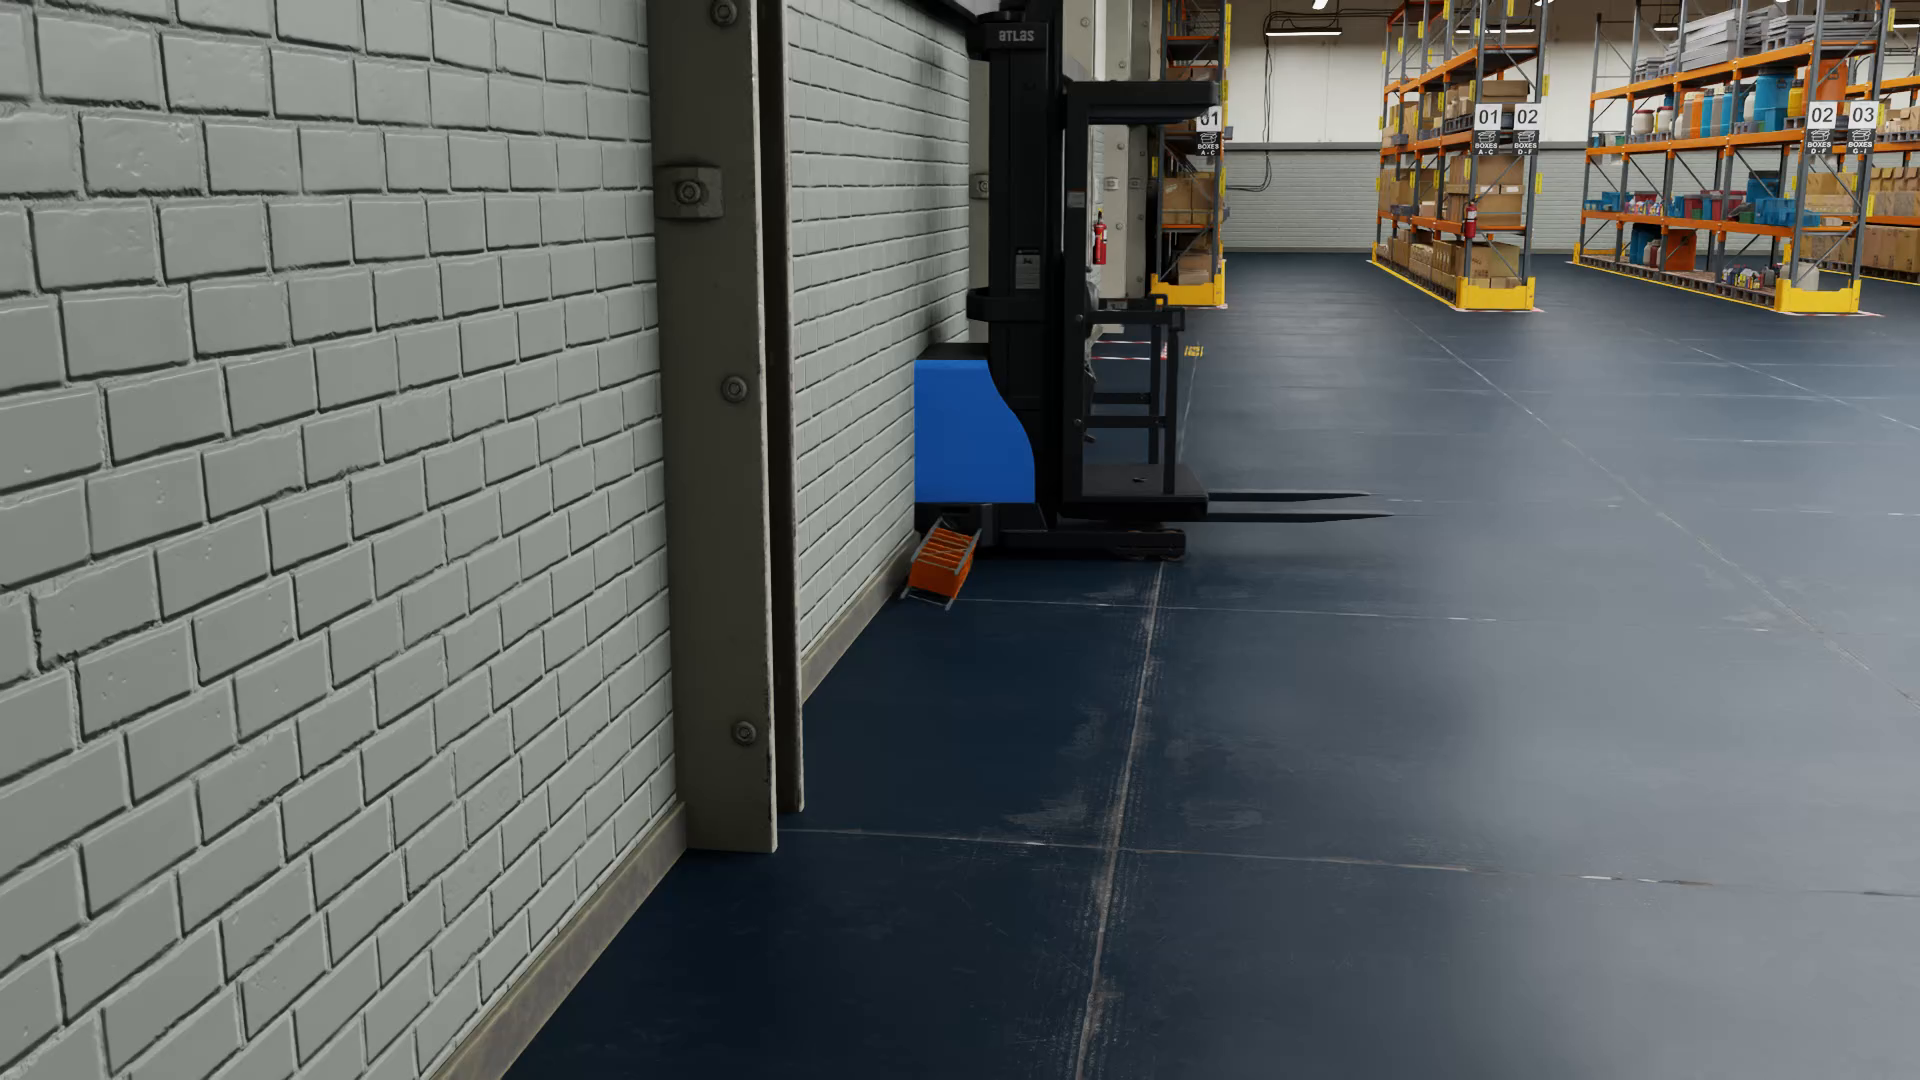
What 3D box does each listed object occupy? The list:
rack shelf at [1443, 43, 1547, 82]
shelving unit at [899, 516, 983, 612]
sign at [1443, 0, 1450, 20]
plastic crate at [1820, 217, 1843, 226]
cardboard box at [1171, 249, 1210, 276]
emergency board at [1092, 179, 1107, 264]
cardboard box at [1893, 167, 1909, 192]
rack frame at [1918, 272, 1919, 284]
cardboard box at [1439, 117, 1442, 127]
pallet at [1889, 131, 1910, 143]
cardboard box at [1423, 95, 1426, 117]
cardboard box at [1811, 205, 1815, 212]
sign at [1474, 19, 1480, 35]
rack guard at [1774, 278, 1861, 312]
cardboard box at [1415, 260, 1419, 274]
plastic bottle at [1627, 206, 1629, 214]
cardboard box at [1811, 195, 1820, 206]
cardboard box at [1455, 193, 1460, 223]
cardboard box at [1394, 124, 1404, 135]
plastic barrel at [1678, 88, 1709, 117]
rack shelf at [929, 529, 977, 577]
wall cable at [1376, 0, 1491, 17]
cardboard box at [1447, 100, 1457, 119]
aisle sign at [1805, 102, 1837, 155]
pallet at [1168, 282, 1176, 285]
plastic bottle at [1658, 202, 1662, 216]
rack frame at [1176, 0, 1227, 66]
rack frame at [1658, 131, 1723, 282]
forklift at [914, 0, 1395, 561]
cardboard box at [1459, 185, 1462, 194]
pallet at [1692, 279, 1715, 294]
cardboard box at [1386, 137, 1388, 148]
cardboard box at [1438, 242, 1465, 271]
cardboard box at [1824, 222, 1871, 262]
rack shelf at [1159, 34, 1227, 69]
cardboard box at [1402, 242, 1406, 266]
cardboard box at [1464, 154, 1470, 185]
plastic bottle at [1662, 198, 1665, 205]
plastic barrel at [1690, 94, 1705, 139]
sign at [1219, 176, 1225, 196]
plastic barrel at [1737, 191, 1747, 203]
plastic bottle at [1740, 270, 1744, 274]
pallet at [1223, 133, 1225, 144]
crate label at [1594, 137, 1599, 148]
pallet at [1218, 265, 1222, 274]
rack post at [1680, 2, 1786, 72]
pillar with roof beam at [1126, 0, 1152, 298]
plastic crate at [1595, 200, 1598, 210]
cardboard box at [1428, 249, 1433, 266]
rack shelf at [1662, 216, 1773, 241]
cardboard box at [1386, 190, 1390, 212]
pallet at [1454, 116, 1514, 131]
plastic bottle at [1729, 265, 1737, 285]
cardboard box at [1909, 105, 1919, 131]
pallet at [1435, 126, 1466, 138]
[{"bbox_3d":[8.949,-8.023,28.017,1.077,0.370,4.000,2,12,9],"label":"rack shelf"},{"bbox_3d":[-0.077,0.095,8.445,0.258,0.189,1.200,16,13,4],"label":"shelving unit"},{"bbox_3d":[8.719,-9.497,29.794,0.100,0.325,0.005,2,12,9],"label":"sign"},{"bbox_3d":[13.991,-5.107,26.695,0.298,0.136,0.250,2,12,9],"label":"plastic crate"},{"bbox_3d":[4.458,-5.360,32.135,0.700,0.500,0.500,2,12,11],"label":"cardboard box"},{"bbox_3d":[1.659,-3.792,19.970,0.194,1.169,0.643,2,12,9],"label":"emergency board"},{"bbox_3d":[19.988,-7.531,34.699,0.797,0.503,0.637,2,12,10],"label":"cardboard box"},{"bbox_3d":[19.660,-6.565,32.834,1.000,3.000,0.127,2,12,9],"label":"rack frame"},{"bbox_3d":[9.795,-8.279,33.027,0.500,0.250,0.500,2,12,10],"label":"cardboard box"},{"bbox_3d":[19.875,-8.307,34.248,1.003,0.211,1.213,2,12,11],"label":"pallet"},{"bbox_3d":[10.102,-9.193,35.301,0.500,0.500,0.500,2,12,9],"label":"cardboard box"},{"bbox_3d":[20.353,-7.830,39.302,0.380,0.149,0.250,2,12,8],"label":"cardboard box"},{"bbox_3d":[10.421,-10.336,33.500,0.100,0.325,0.005,2,12,9],"label":"sign"},{"bbox_3d":[13.501,-3.855,26.195,1.175,0.500,0.348,2,12,9],"label":"rack guard"},{"bbox_3d":[9.351,-5.435,33.122,0.500,0.250,0.500,2,12,7],"label":"cardboard box"},{"bbox_3d":[14.883,-7.346,36.930,0.097,0.201,0.097,0,12,0],"label":"plastic bottle"},{"bbox_3d":[20.395,-7.998,39.135,0.500,0.250,0.500,1,12,7],"label":"cardboard box"},{"bbox_3d":[9.039,-5.796,29.029,0.700,0.500,0.500,2,12,9],"label":"cardboard box"},{"bbox_3d":[10.294,-9.466,38.348,0.500,0.250,0.500,2,12,9],"label":"cardboard box"},{"bbox_3d":[14.856,-8.725,33.721,0.600,0.830,0.708,2,12,9],"label":"plastic barrel"},{"bbox_3d":[-0.057,0.061,8.605,0.258,0.180,0.103,16,13,4],"label":"rack shelf"},{"bbox_3d":[13.161,-15.796,46.017,3.097,2.526,0.112,2,12,9],"label":"wall cable"},{"bbox_3d":[8.836,-7.541,29.129,0.500,0.311,0.500,1,12,6],"label":"cardboard box"},{"bbox_3d":[13.231,-6.325,25.552,0.394,0.787,0.004,2,12,9],"label":"aisle sign"},{"bbox_3d":[4.108,-4.455,29.662,1.003,0.211,1.213,2,12,9],"label":"pallet"},{"bbox_3d":[14.442,-6.814,34.269,0.061,0.283,0.133,2,12,9],"label":"plastic bottle"},{"bbox_3d":[4.977,-9.979,34.436,1.000,3.000,0.127,2,12,9],"label":"rack frame"},{"bbox_3d":[14.766,-6.725,33.579,1.000,3.000,0.127,2,12,9],"label":"rack frame"},{"bbox_3d":[0.870,-1.433,9.183,3.031,2.935,1.130,0,12,2],"label":"forklift"},{"bbox_3d":[8.748,-5.996,28.417,0.380,0.149,0.250,2,12,8],"label":"cardboard box"},{"bbox_3d":[14.233,-4.694,30.773,1.003,0.211,1.213,2,12,9],"label":"pallet"},{"bbox_3d":[10.607,-9.638,40.332,0.500,0.250,0.500,2,12,9],"label":"cardboard box"},{"bbox_3d":[8.722,-4.987,29.263,0.500,0.500,0.500,2,12,9],"label":"cardboard box"},{"bbox_3d":[20.594,-6.886,38.372,0.875,0.875,0.875,2,12,9],"label":"cardboard box"},{"bbox_3d":[4.054,-8.376,28.717,1.077,0.370,4.000,2,12,9],"label":"rack shelf"},{"bbox_3d":[9.864,-6.189,35.982,0.500,0.500,0.500,1,12,7],"label":"cardboard box"},{"bbox_3d":[8.886,-6.226,27.948,0.700,0.500,0.500,2,12,9],"label":"cardboard box"},{"bbox_3d":[15.392,-7.298,36.353,0.144,0.351,0.185,2,12,9],"label":"plastic bottle"},{"bbox_3d":[14.324,-8.101,31.825,0.600,0.830,0.708,2,12,9],"label":"plastic barrel"},{"bbox_3d":[4.282,-5.786,27.168,0.100,0.325,0.005,2,12,9],"label":"sign"},{"bbox_3d":[14.514,-6.151,30.592,0.433,0.535,0.433,0,12,0],"label":"plastic barrel"},{"bbox_3d":[13.602,-4.548,28.909,0.097,0.271,0.097,0,12,0],"label":"plastic bottle"},{"bbox_3d":[5.023,-8.556,35.402,1.213,0.211,1.003,2,12,11],"label":"pallet"},{"bbox_3d":[15.535,-9.602,40.163,0.408,0.251,0.502,2,12,9],"label":"crate label"},{"bbox_3d":[5.172,-5.845,36.112,1.003,0.211,1.213,2,12,9],"label":"pallet"},{"bbox_3d":[14.368,-9.335,30.977,1.013,1.000,3.121,2,12,9],"label":"rack post"},{"bbox_3d":[7.253,-8.348,26.868,9.100,9.000,0.400,2,12,9],"label":"pillar with roof beam"},{"bbox_3d":[15.430,-8.023,39.856,0.416,0.233,0.300,2,12,9],"label":"plastic crate"},{"bbox_3d":[9.036,-5.283,31.084,0.500,0.311,0.500,2,12,9],"label":"cardboard box"},{"bbox_3d":[14.458,-5.957,31.722,1.077,0.370,4.000,2,12,9],"label":"rack shelf"},{"bbox_3d":[10.465,-8.095,39.696,0.500,0.500,0.500,2,12,10],"label":"cardboard box"},{"bbox_3d":[8.961,-7.045,28.154,1.003,0.211,1.213,2,12,9],"label":"pallet"},{"bbox_3d":[13.616,-4.658,29.230,0.144,0.351,0.185,2,12,10],"label":"plastic bottle"},{"bbox_3d":[19.728,-8.597,33.910,0.500,0.500,0.500,3,12,12],"label":"cardboard box"},{"bbox_3d":[9.379,-7.610,31.021,0.805,0.209,1.217,1,12,6],"label":"pallet"}]
